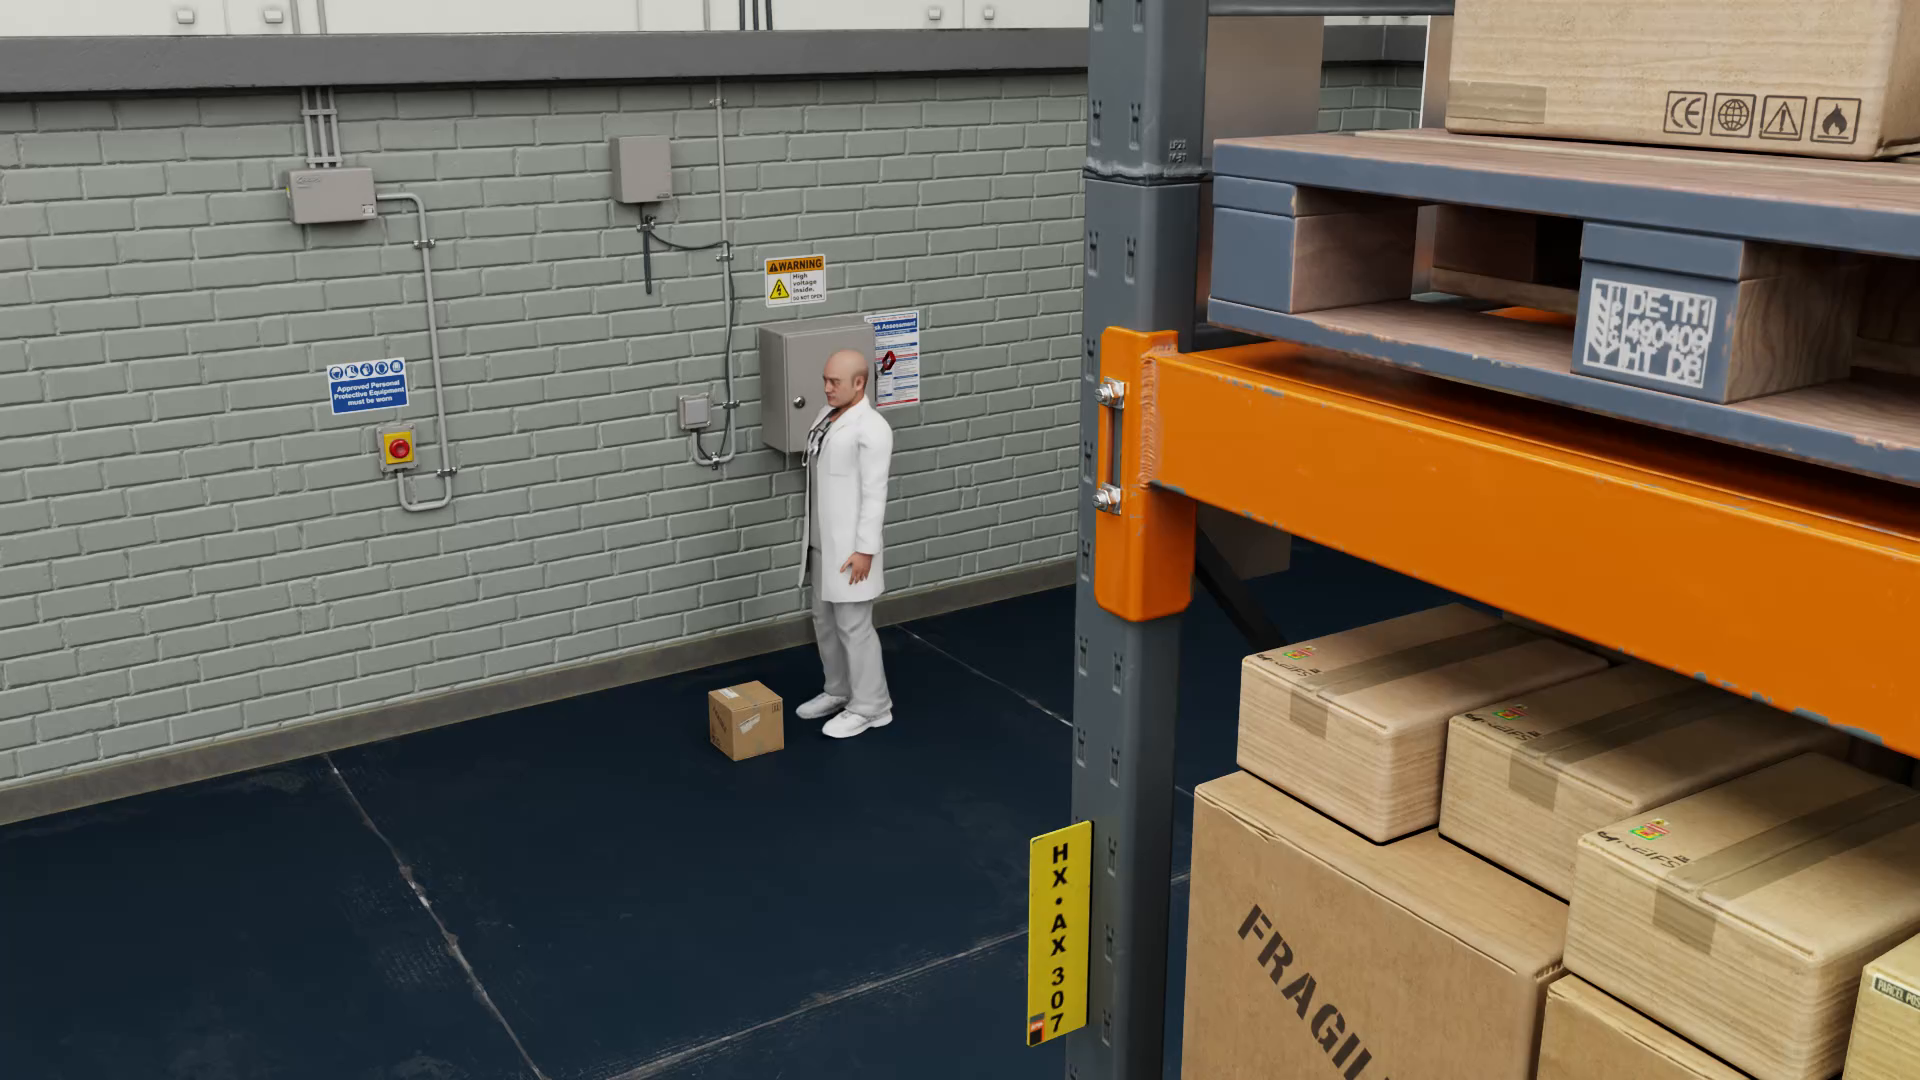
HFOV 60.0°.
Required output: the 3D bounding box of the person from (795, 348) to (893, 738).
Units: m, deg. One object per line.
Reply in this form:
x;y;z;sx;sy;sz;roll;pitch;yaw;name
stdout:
-0.527;0.015;7.548;0.381;1.781;0.562;-11;21;-30;person
